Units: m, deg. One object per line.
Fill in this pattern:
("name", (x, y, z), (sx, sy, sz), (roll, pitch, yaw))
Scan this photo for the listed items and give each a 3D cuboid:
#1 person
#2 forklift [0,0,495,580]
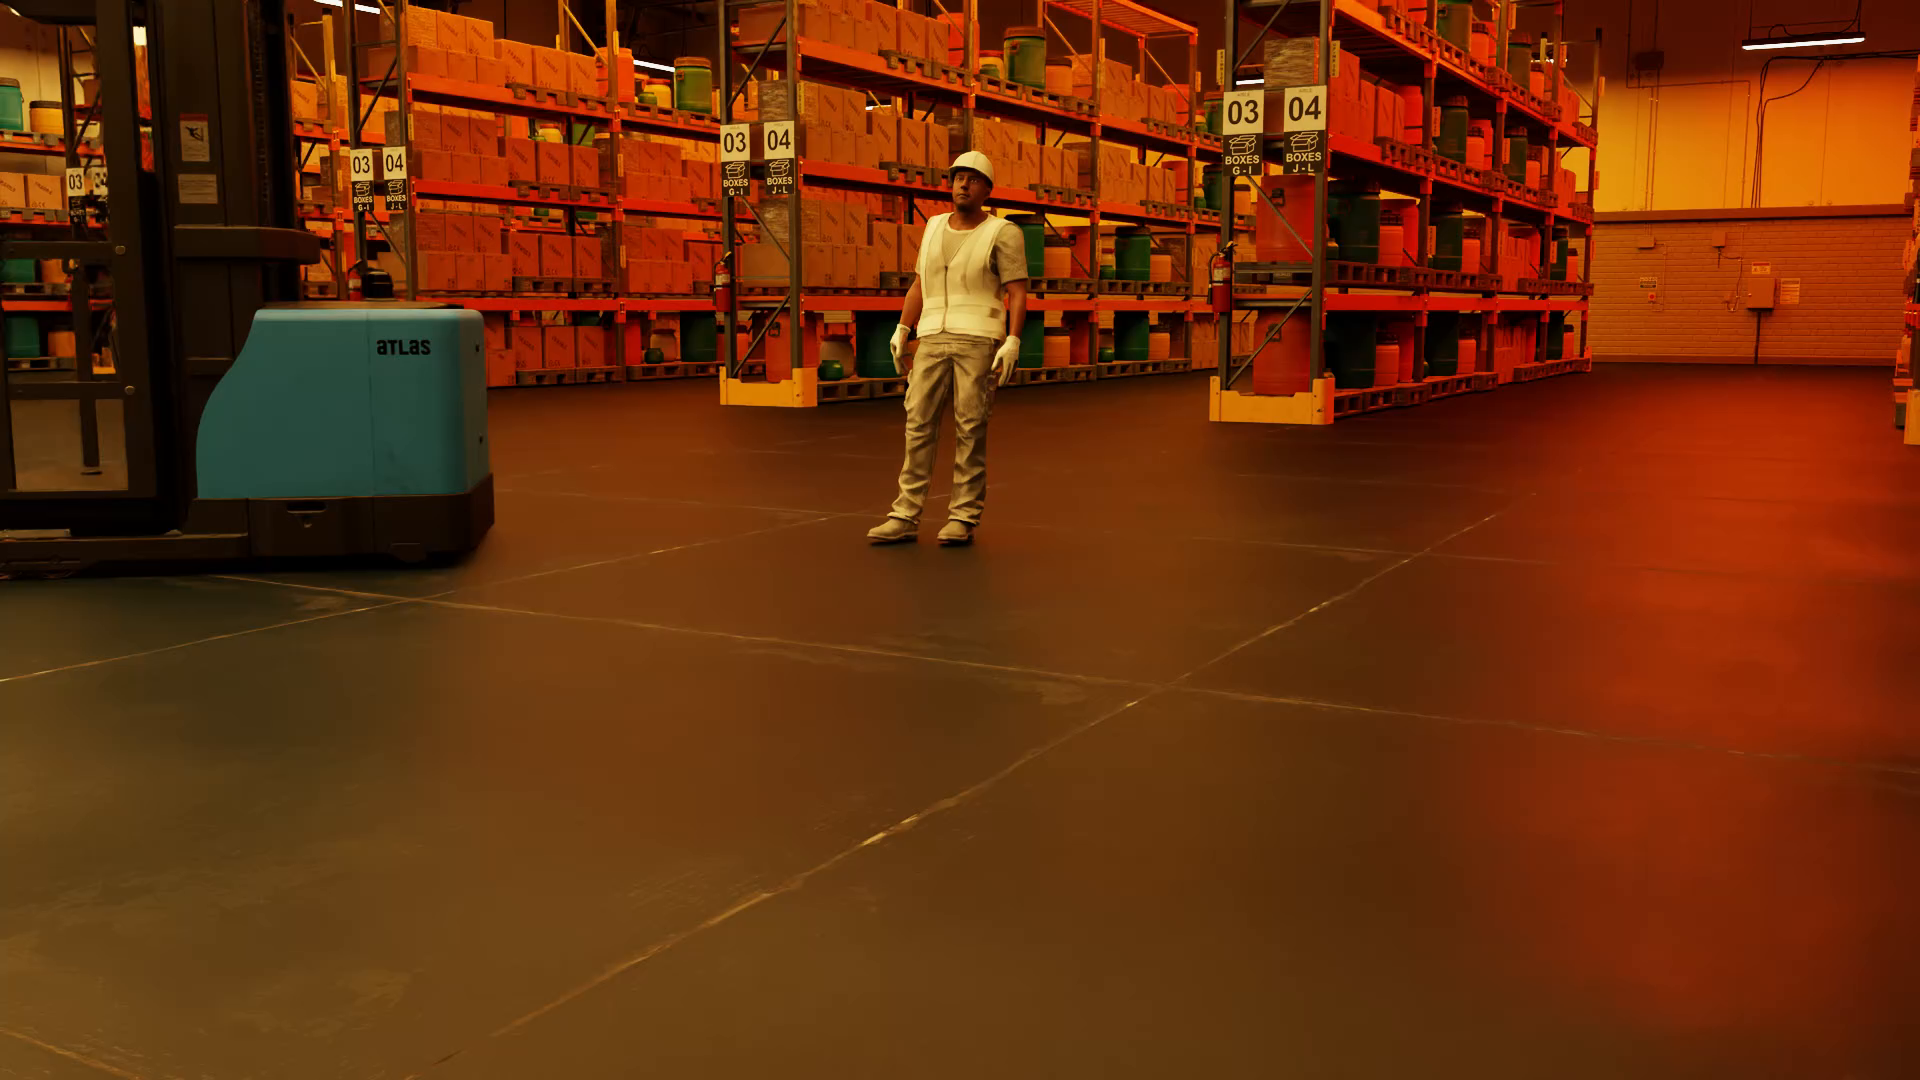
("person", (-0.043, -0.883, 7.632), (0.657, 1.785, 0.575), (4, 9, 29))
("forklift", (-3.626, -1.370, 7.017), (3.031, 2.935, 1.130), (-1, 8, -10))
